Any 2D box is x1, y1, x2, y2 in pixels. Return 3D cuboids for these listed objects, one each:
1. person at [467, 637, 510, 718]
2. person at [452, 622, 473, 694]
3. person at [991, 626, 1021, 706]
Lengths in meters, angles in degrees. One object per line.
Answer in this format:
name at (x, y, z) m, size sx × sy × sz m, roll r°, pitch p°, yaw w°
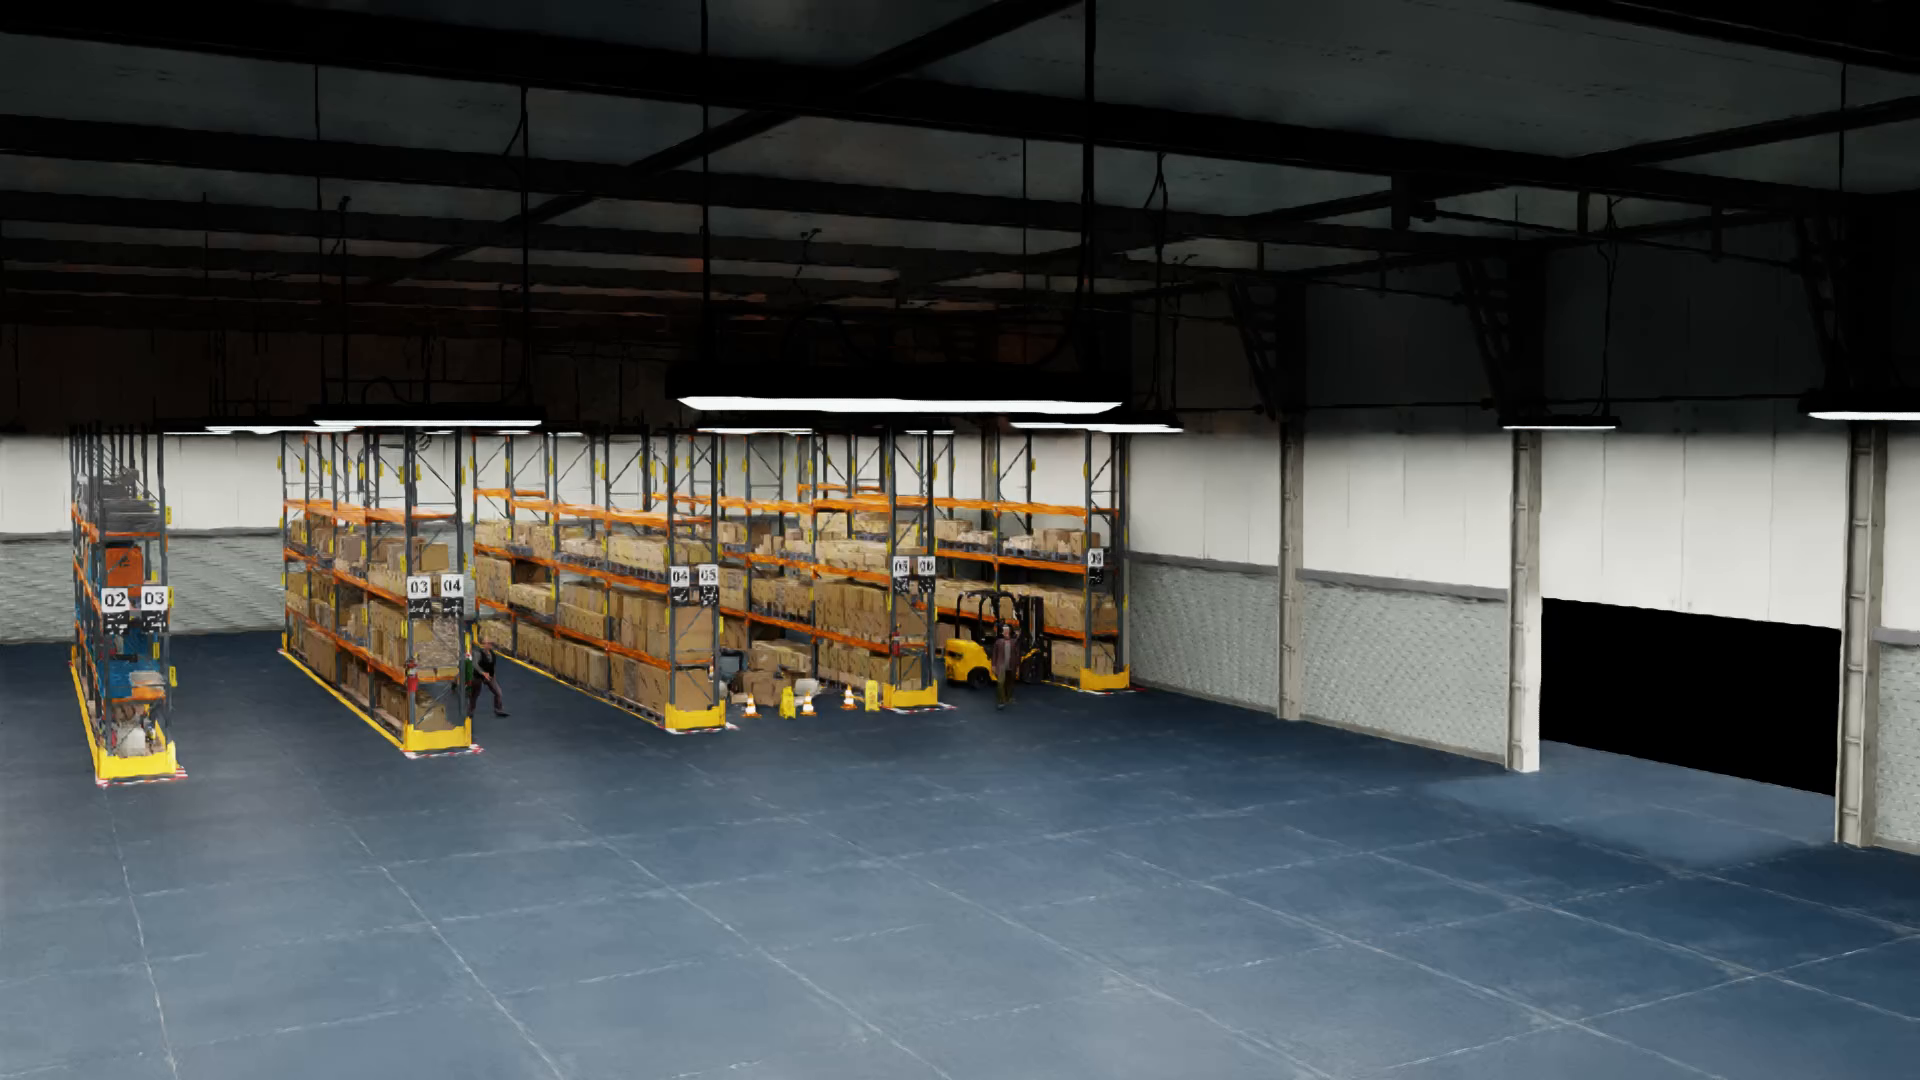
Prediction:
person at (-9.662, 2.794, 33.814) m, size 0.788 × 1.656 × 0.676 m, roll 3°, pitch 5°, yaw 40°
person at (-11.027, 2.564, 36.694) m, size 0.539 × 1.665 × 0.952 m, roll -2°, pitch 4°, yaw -27°
person at (0.971, 2.651, 35.331) m, size 0.633 × 1.671 × 0.863 m, roll 0°, pitch 4°, yaw -7°
